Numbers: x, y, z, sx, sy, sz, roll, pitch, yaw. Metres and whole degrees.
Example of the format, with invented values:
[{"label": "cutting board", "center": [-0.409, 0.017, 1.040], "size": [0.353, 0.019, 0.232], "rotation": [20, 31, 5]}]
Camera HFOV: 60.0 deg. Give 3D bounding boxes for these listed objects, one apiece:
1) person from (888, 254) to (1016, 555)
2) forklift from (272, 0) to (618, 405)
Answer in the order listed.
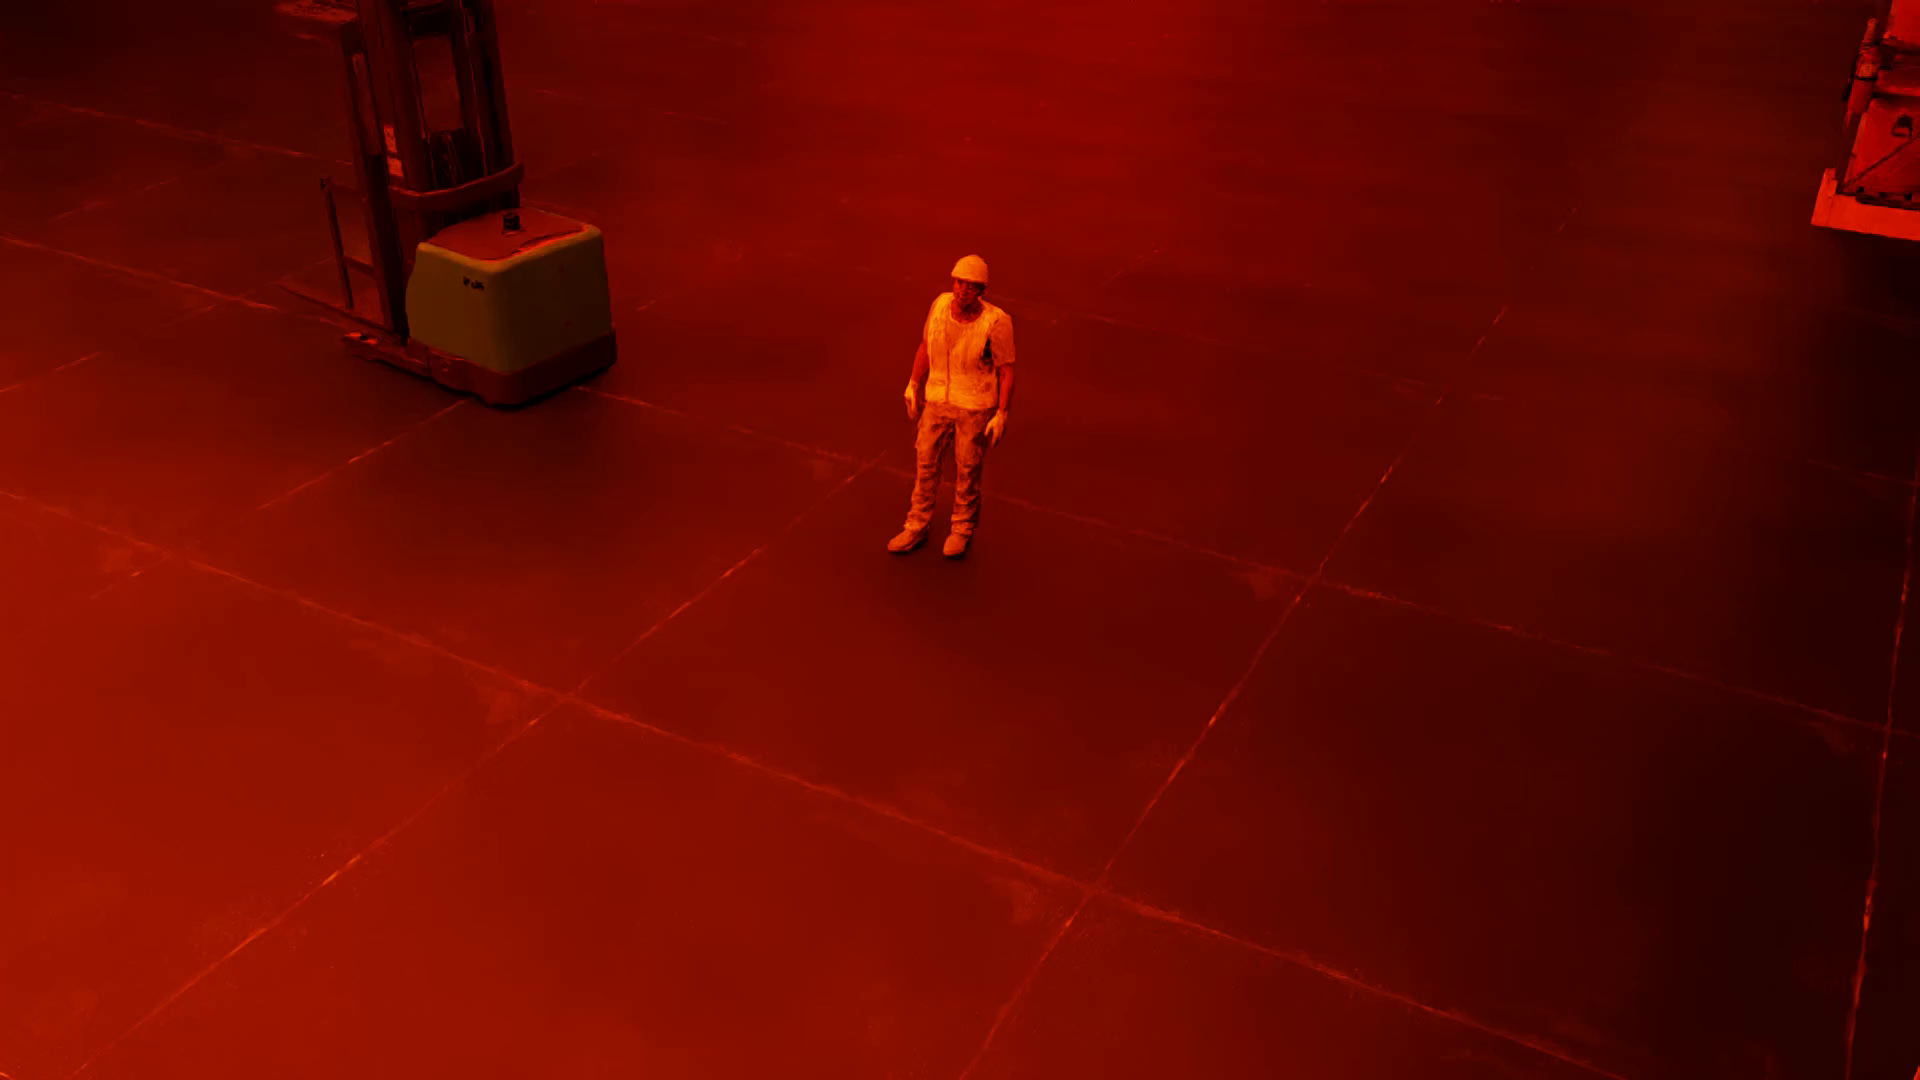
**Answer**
[{"label": "person", "center": [-0.042, -0.749, 9.502], "size": [0.655, 1.782, 0.576], "rotation": [15, 33, 25]}, {"label": "forklift", "center": [-3.981, -2.786, 11.898], "size": [3.031, 2.935, 1.130], "rotation": [21, 36, 31]}]
